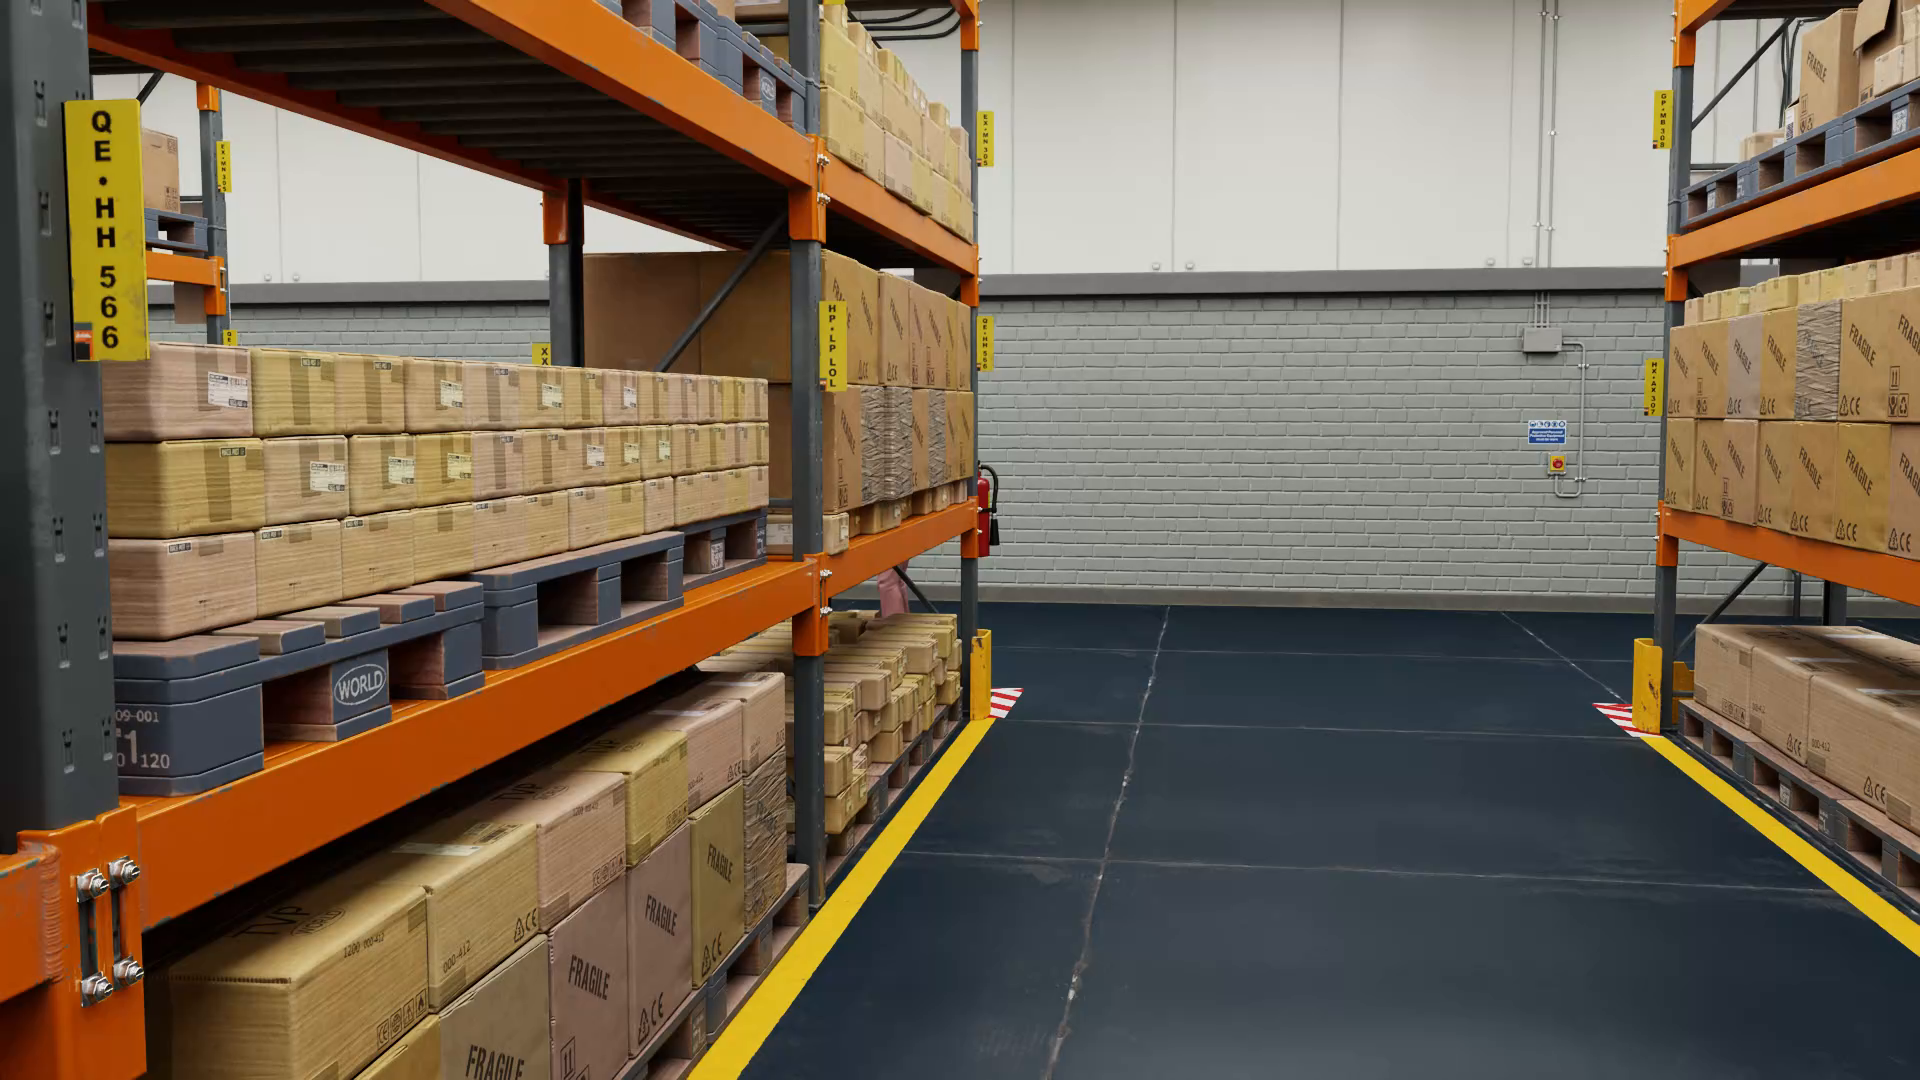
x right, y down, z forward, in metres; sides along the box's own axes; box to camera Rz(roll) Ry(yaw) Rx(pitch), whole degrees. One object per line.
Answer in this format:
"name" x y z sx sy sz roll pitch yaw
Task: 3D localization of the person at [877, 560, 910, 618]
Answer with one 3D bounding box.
"person" -0.529 -0.014 13.042 0.361 1.671 0.515 0 5 5
